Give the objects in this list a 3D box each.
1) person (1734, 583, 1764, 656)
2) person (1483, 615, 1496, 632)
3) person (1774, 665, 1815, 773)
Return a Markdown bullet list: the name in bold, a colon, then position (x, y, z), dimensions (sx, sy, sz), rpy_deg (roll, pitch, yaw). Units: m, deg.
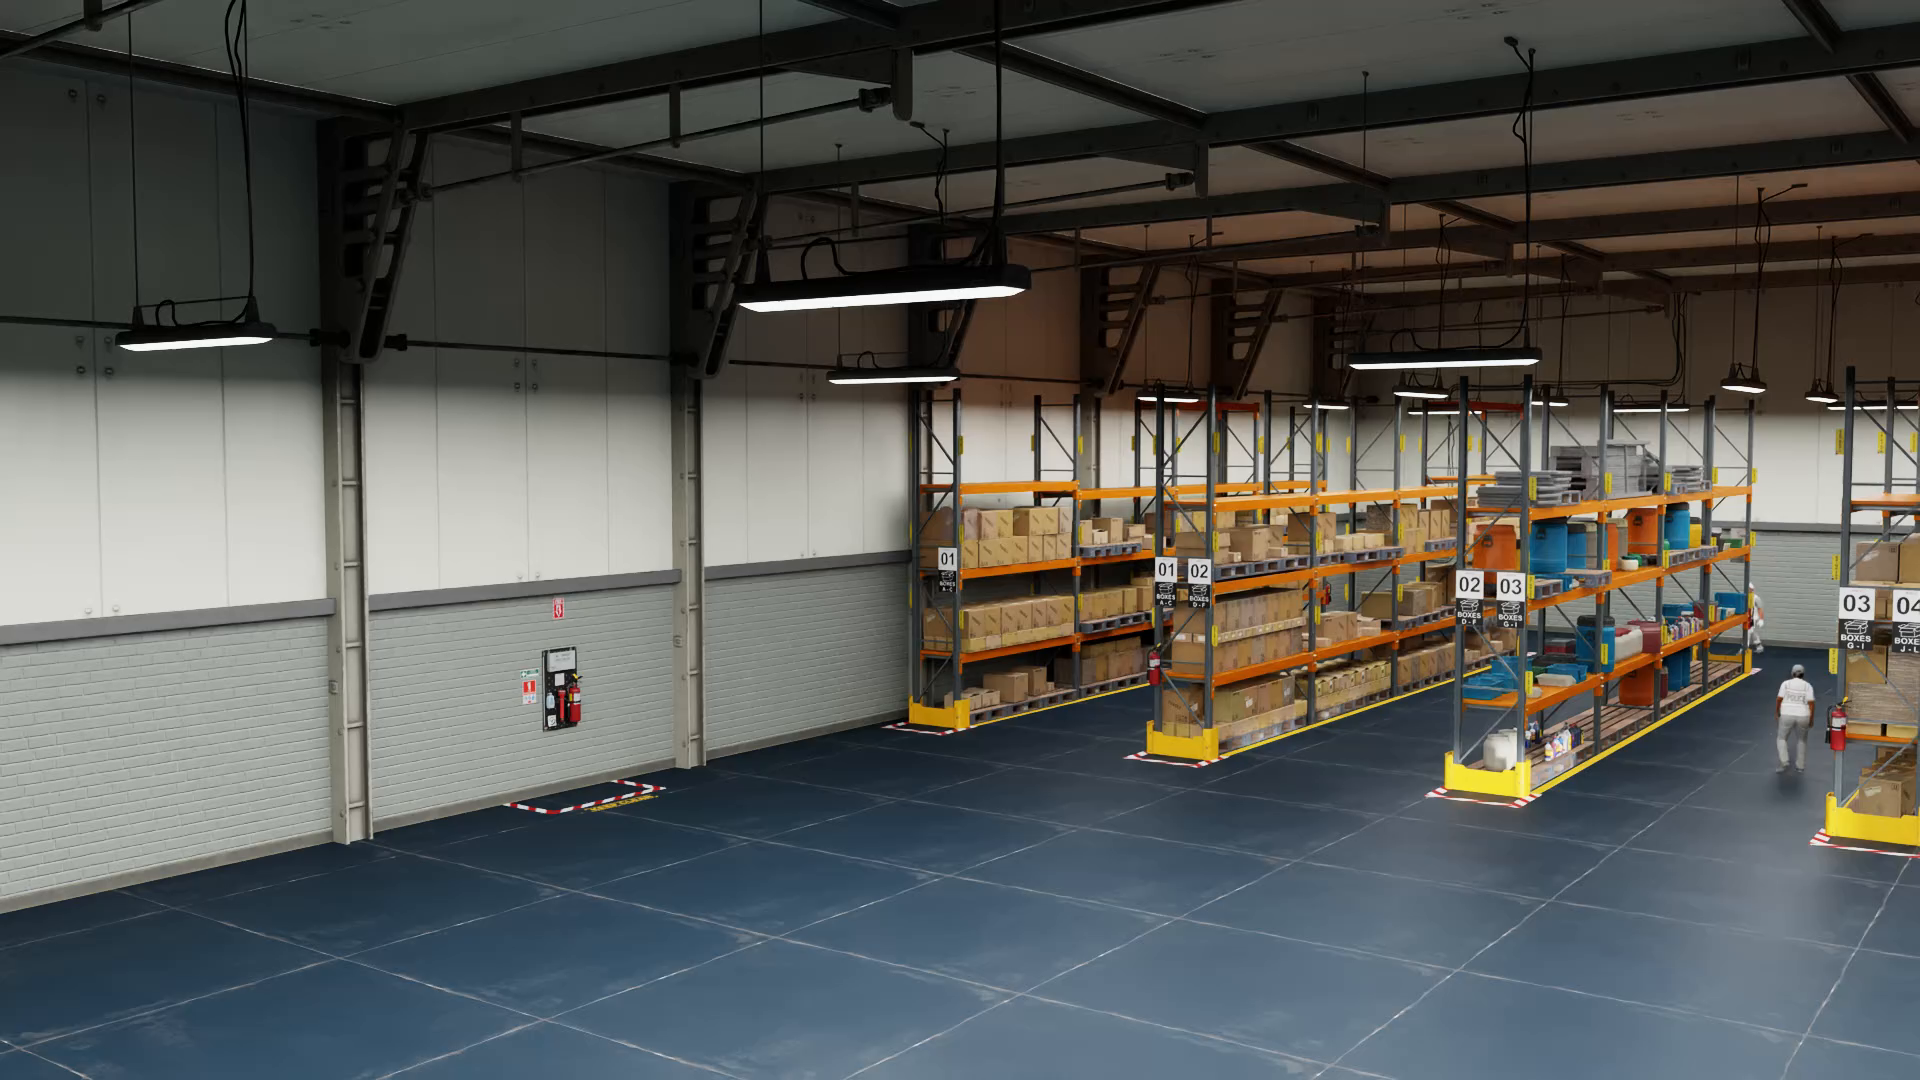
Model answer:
- **person**: position (18.647, 1.881, 39.290), dimensions (1.136, 1.728, 0.558), rpy_deg (-1, 4, -23)
- **person**: position (13.115, 1.784, 41.125), dimensions (0.910, 1.740, 0.556), rpy_deg (0, 3, 2)
- **person**: position (12.774, 2.744, 25.429), dimensions (0.541, 1.652, 0.642), rpy_deg (1, 3, 20)
